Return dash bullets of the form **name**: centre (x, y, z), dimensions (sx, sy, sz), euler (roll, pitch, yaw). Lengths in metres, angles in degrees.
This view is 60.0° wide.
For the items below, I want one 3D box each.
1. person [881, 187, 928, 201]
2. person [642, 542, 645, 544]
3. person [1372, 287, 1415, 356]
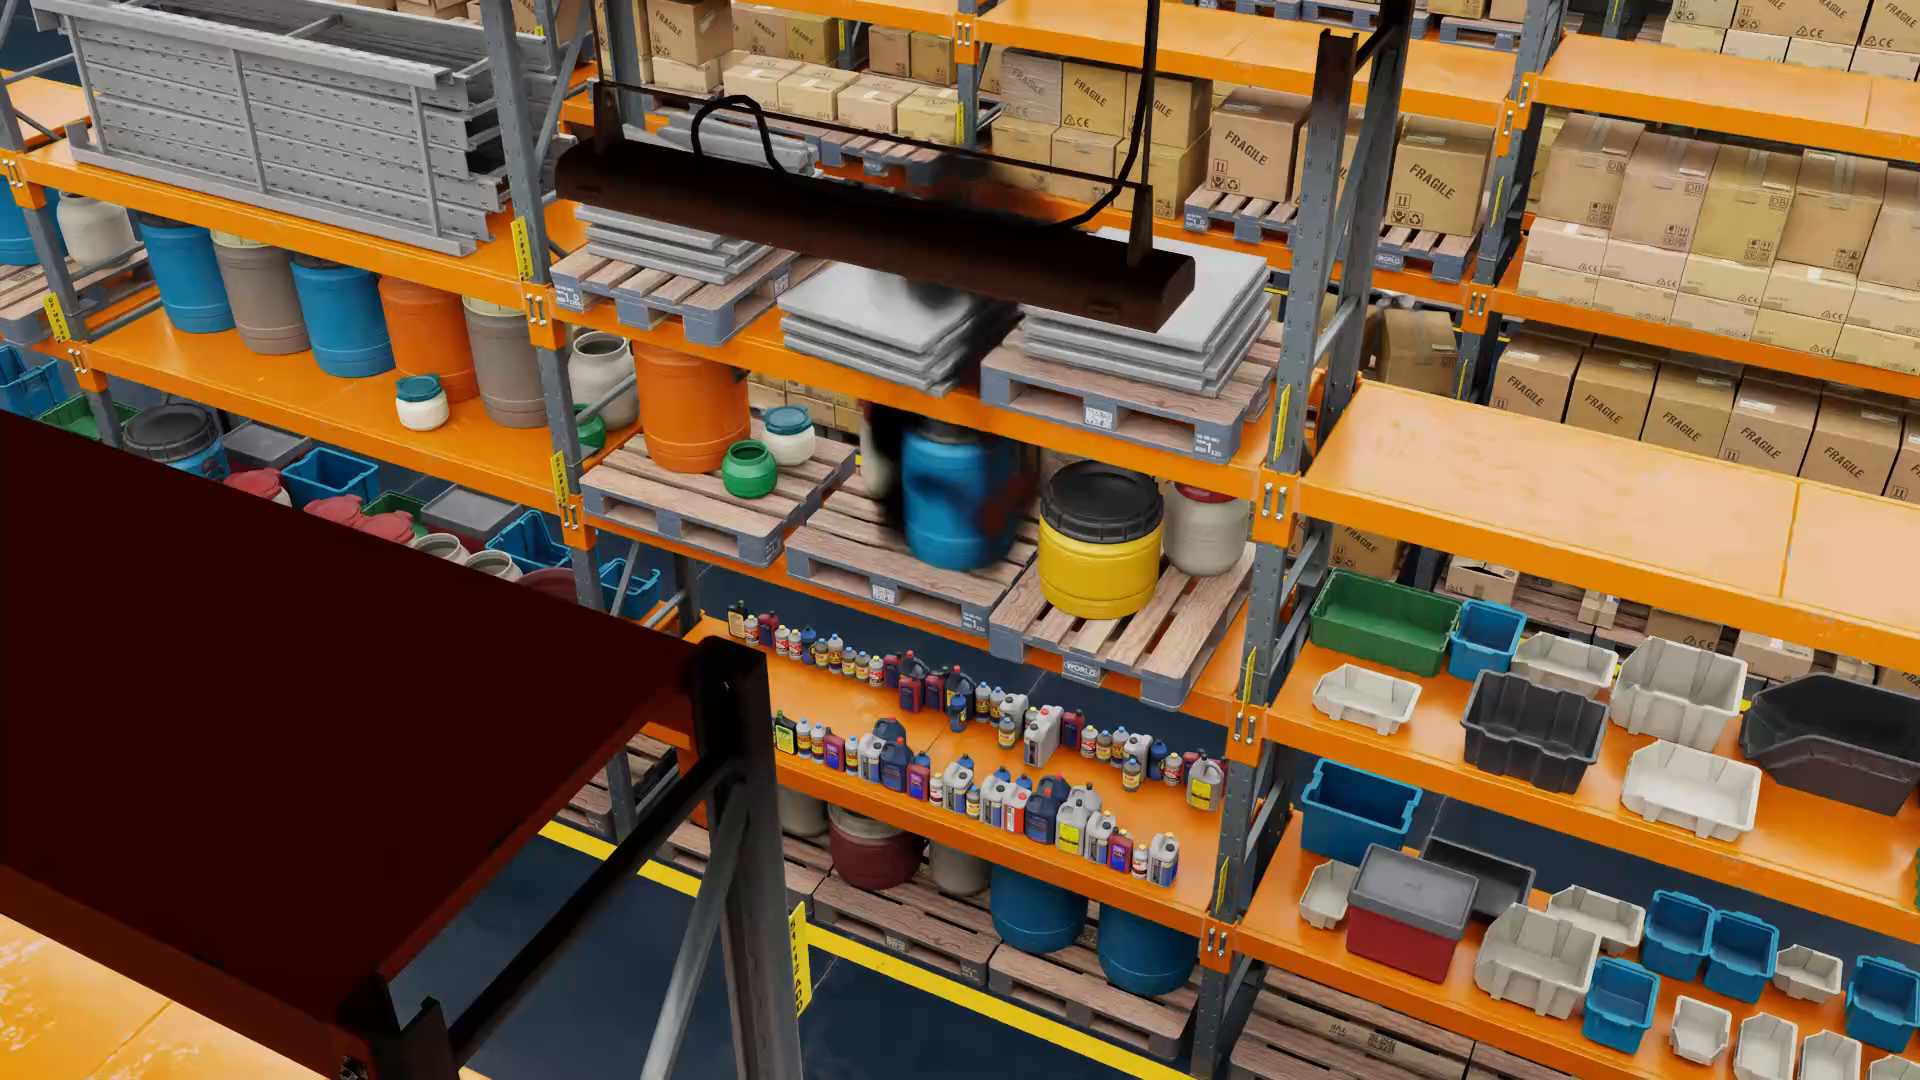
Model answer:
- **person**: centre (-0.445, -3.273, 17.019), dimensions (0.950, 1.750, 0.695), euler (2, 35, 2)
- **person**: centre (-2.442, -0.758, 13.478), dimensions (0.974, 1.717, 0.713), euler (5, 35, 8)
- **person**: centre (4.052, -2.185, 15.522), dimensions (0.685, 1.718, 0.597), euler (6, 35, 9)
